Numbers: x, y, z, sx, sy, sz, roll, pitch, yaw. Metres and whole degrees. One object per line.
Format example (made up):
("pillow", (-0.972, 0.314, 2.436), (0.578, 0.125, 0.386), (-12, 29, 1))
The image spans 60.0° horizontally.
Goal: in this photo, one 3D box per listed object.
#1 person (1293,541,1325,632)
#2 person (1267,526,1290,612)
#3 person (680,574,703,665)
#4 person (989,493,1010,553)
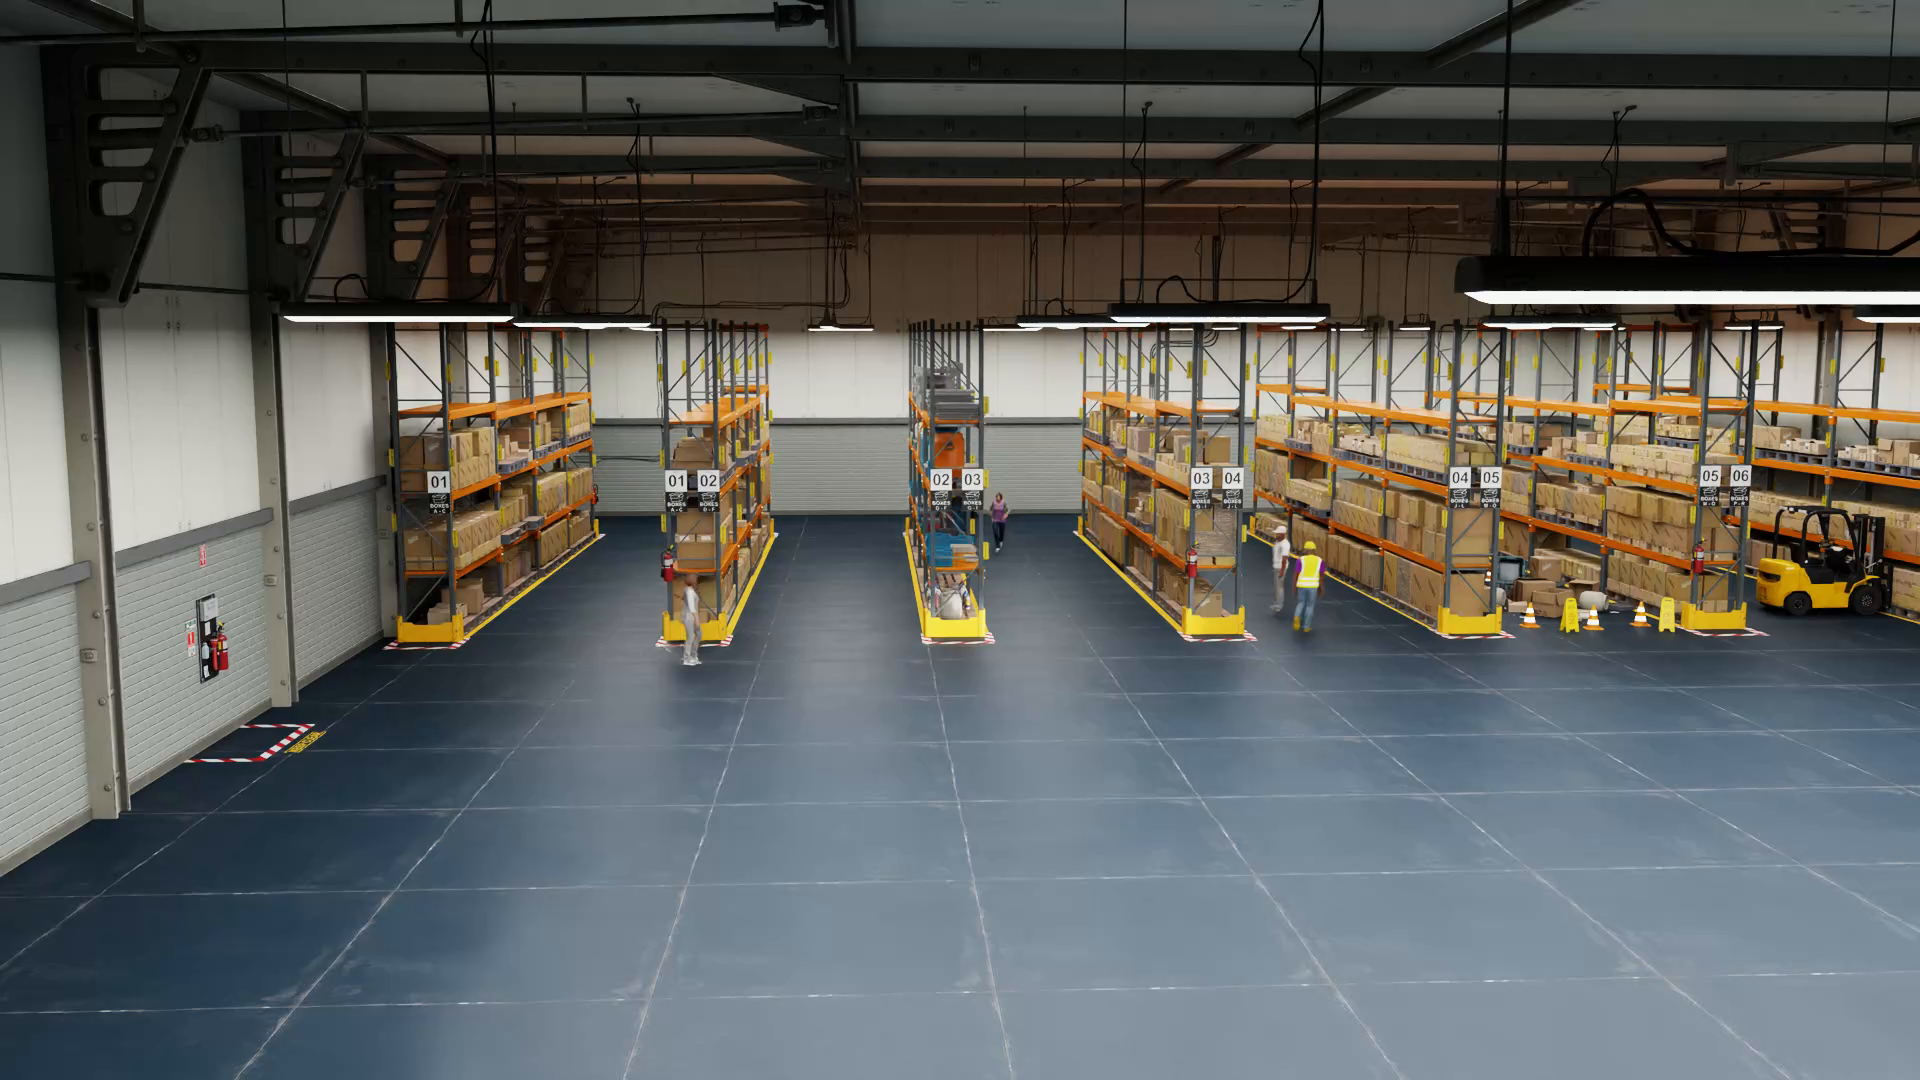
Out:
("person", (6.682, 0.903, 31.855), (0.545, 1.753, 0.590), (4, 8, 30))
("person", (6.618, 0.584, 34.563), (0.468, 1.778, 0.571), (2, 7, 15))
("person", (-4.672, 1.411, 28.879), (0.370, 1.588, 0.469), (0, 7, 1))
("person", (1.051, -0.469, 44.054), (0.551, 1.574, 0.648), (0, 7, 1))
